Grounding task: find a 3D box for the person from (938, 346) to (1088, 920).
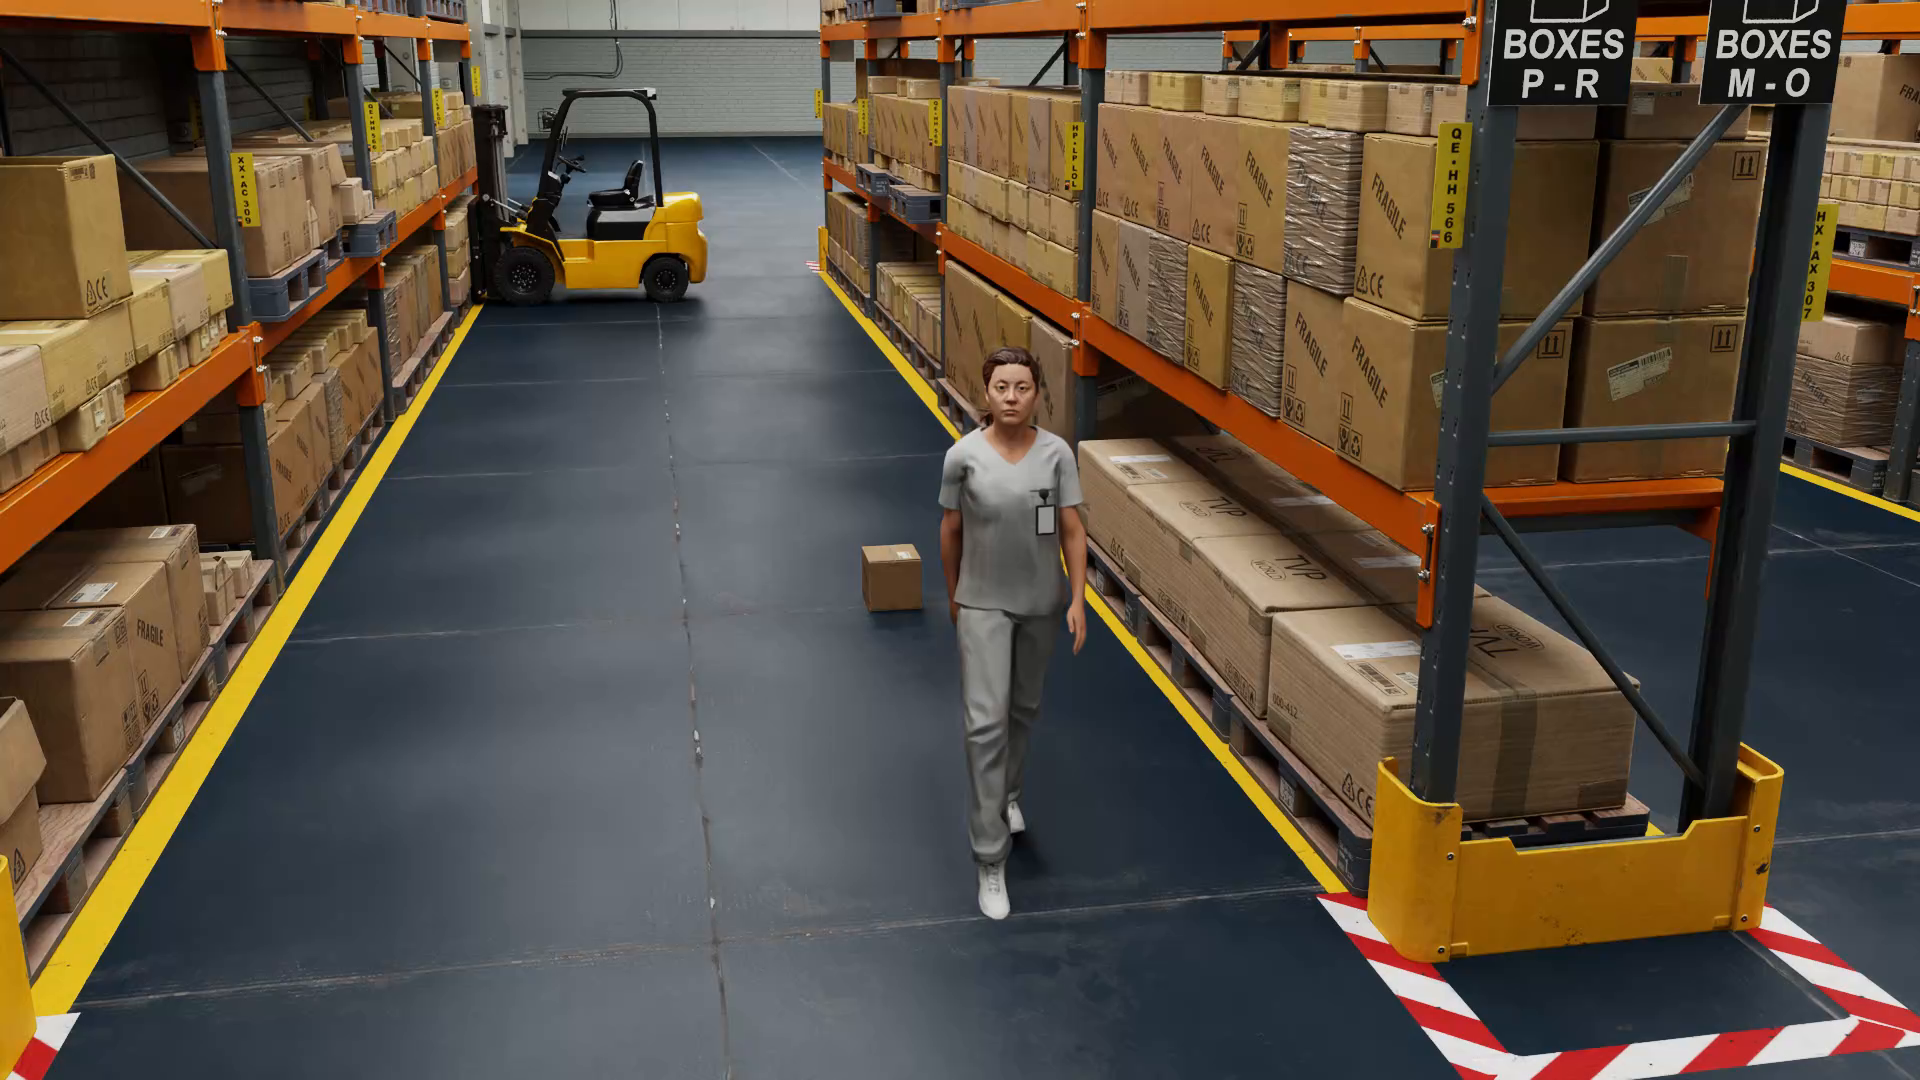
[{"bbox_3d":[0.182,0.255,5.214,0.446,1.695,0.756,-3,17,-11],"label":"person"}]
